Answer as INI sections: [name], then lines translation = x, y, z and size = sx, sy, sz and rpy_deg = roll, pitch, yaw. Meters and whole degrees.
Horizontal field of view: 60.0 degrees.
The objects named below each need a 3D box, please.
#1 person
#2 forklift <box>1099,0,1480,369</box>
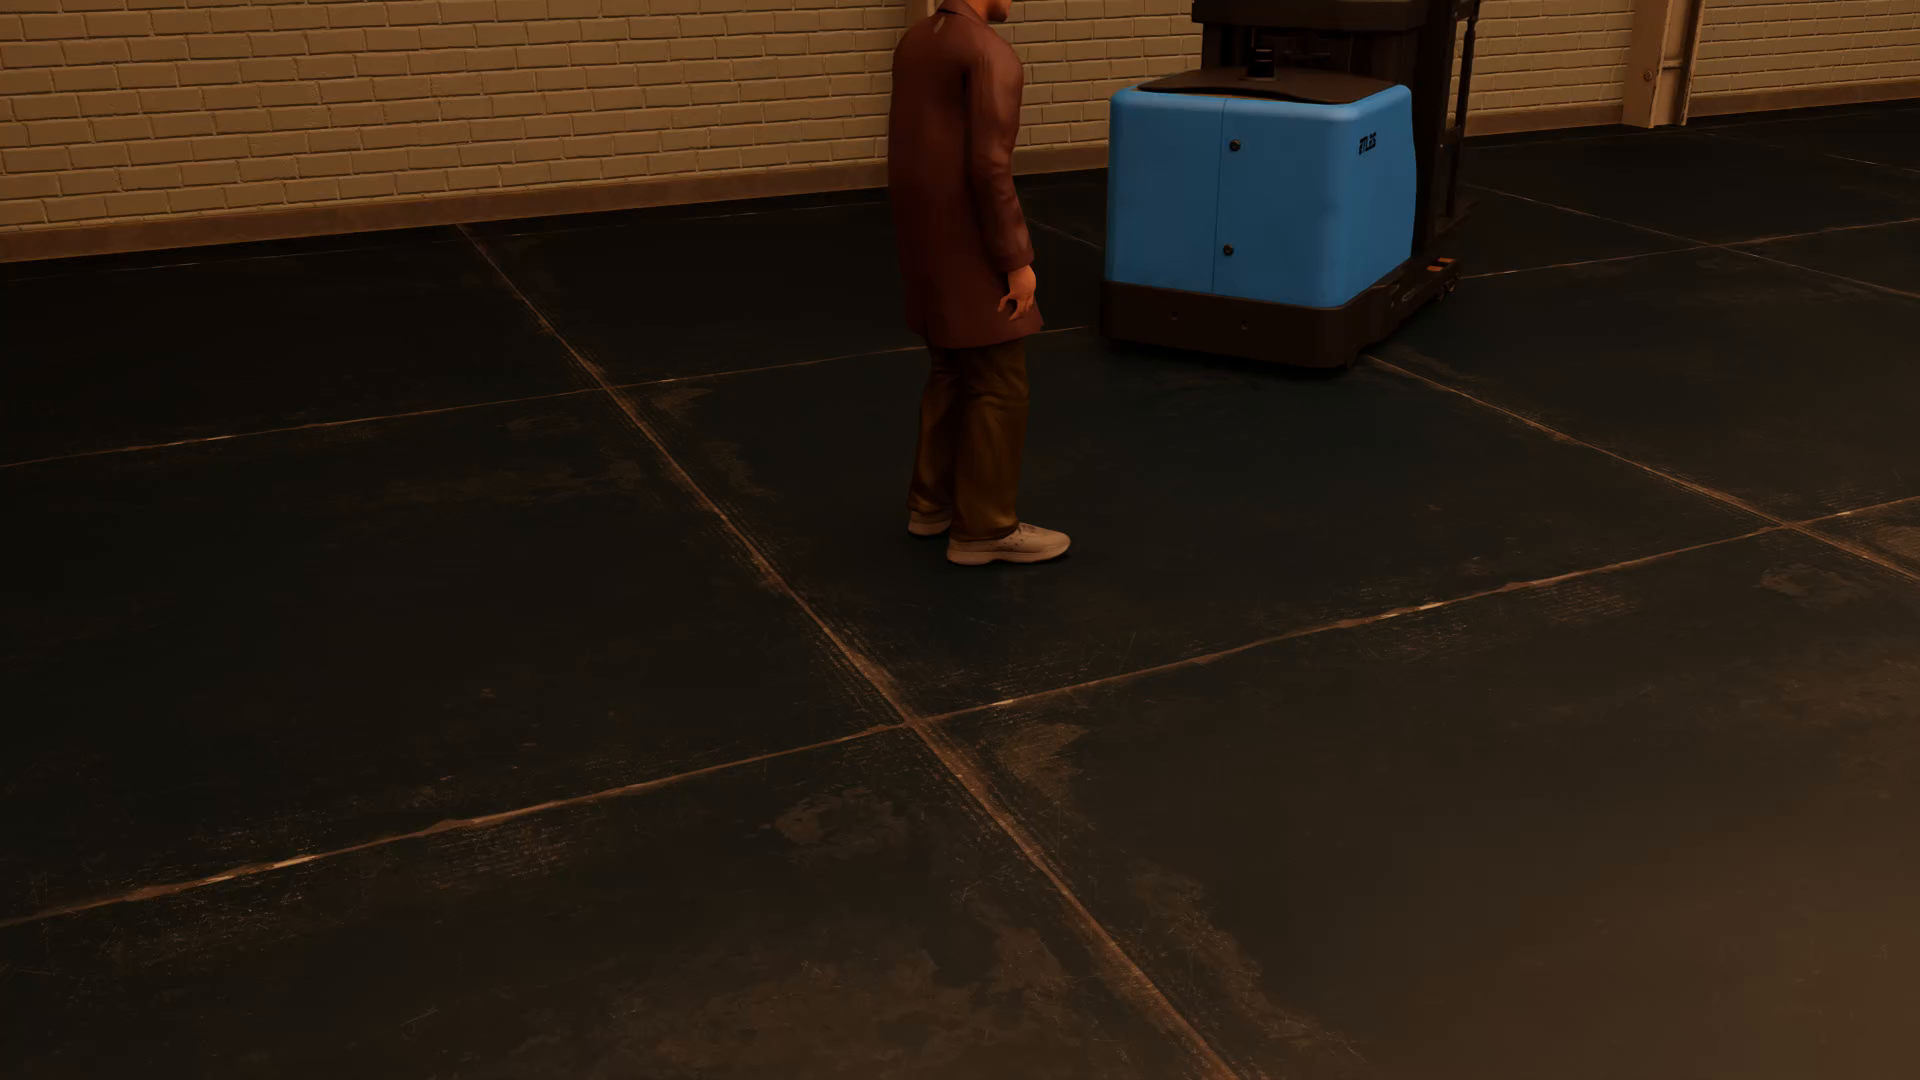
[person]
translation = 0.025, -0.827, 4.787
size = 0.431, 1.773, 0.644
rpy_deg = -11, 25, -25
[forklift]
translation = 1.749, -2.551, 7.427
size = 1.130, 2.935, 3.031
rpy_deg = 12, 26, 27
